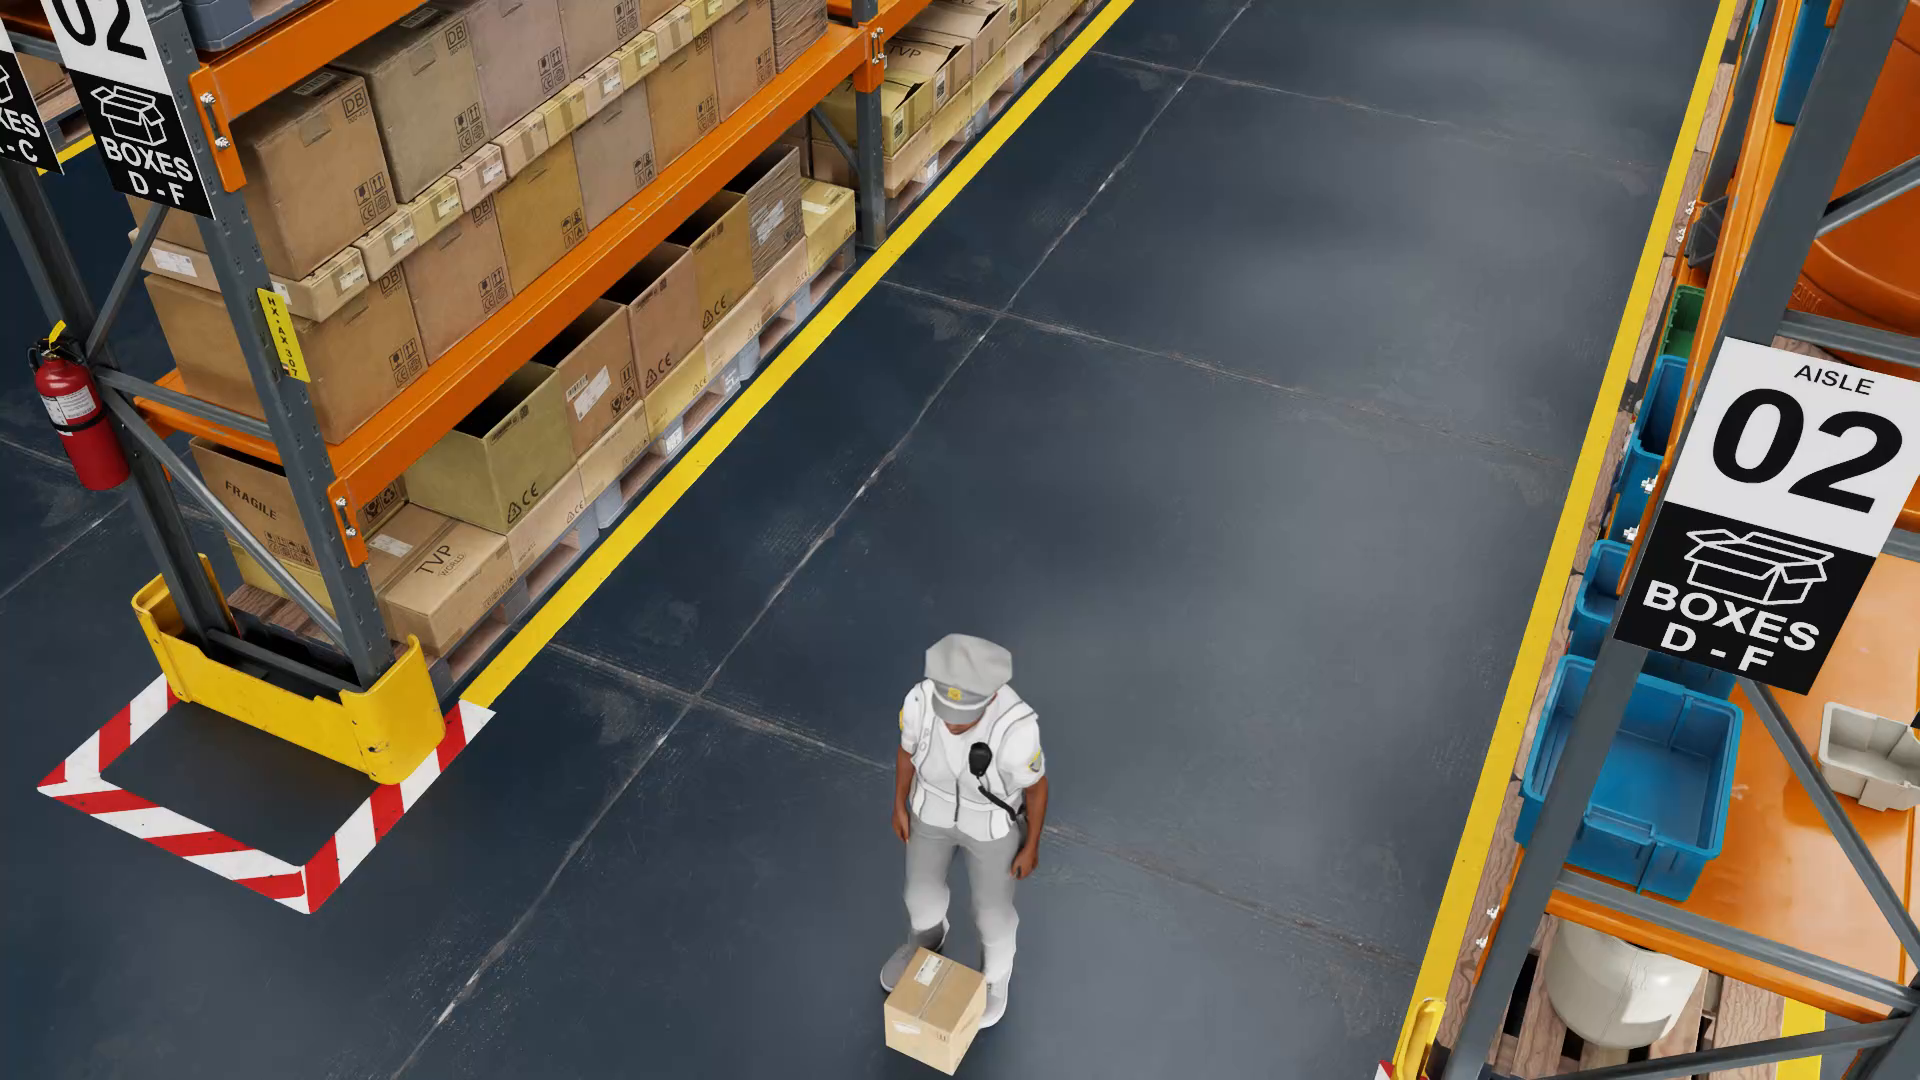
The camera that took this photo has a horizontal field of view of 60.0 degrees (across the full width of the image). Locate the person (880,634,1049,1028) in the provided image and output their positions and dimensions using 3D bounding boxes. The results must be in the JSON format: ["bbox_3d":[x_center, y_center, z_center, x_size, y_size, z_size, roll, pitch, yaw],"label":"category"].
[{"bbox_3d":[0.008,0.887,5.186,0.518,1.656,0.396,15,44,16],"label":"person"}]
